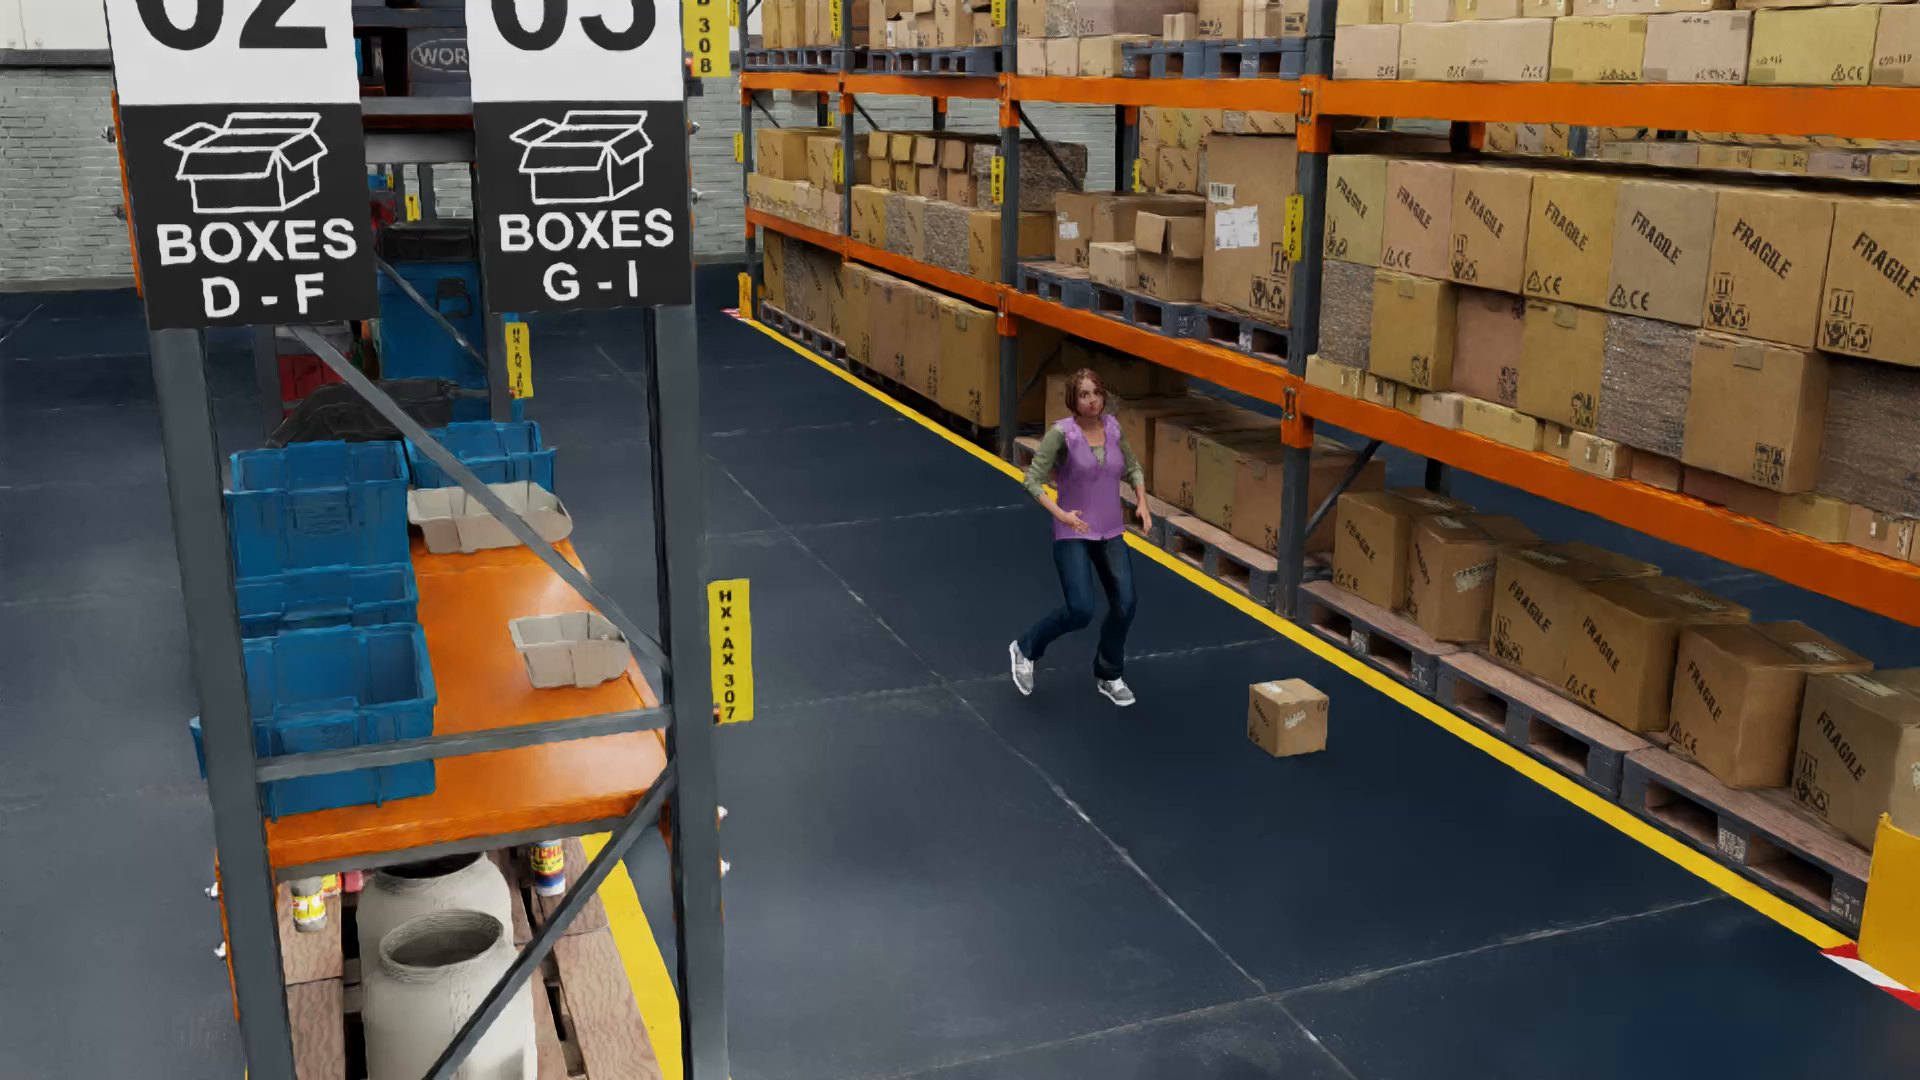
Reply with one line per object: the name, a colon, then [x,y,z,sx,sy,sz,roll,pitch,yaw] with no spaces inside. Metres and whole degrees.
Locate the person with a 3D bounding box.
person: [0.587,-0.009,7.640,0.665,1.566,0.450,-9,18,-29]
